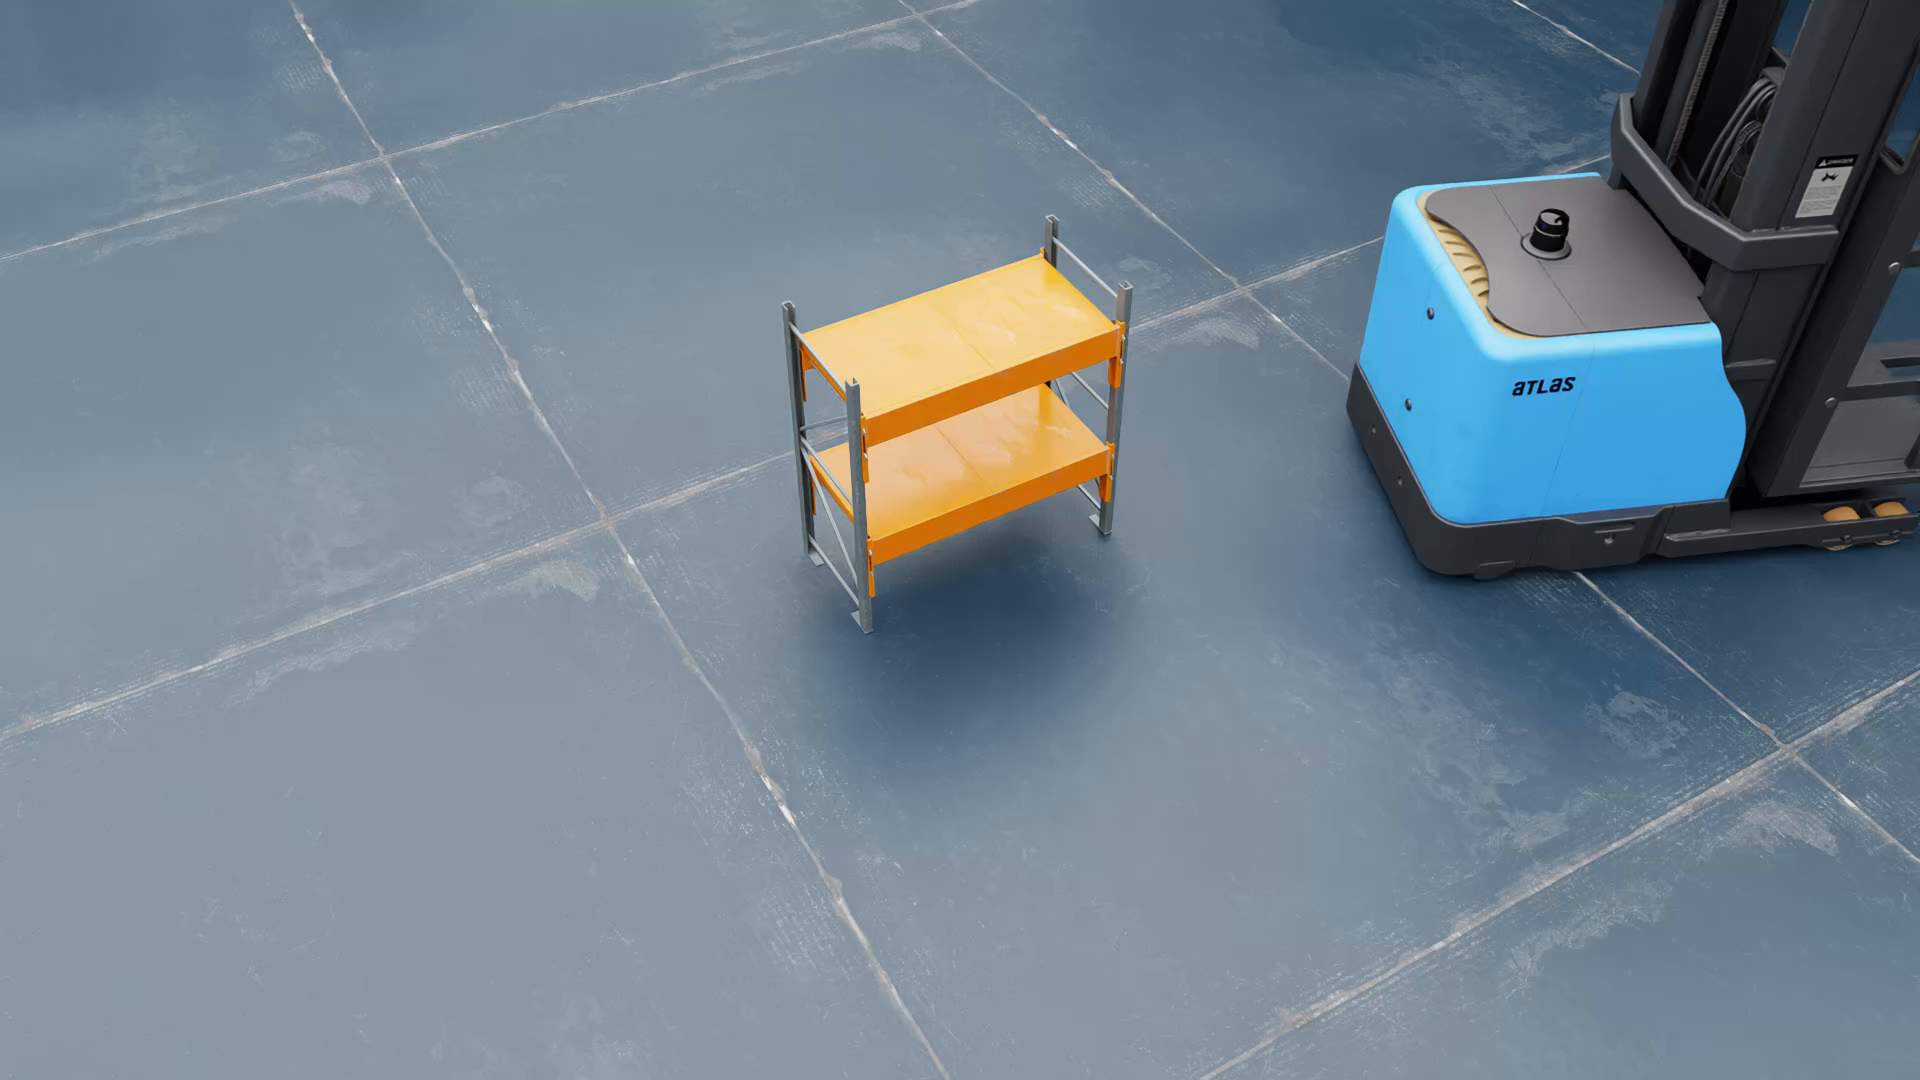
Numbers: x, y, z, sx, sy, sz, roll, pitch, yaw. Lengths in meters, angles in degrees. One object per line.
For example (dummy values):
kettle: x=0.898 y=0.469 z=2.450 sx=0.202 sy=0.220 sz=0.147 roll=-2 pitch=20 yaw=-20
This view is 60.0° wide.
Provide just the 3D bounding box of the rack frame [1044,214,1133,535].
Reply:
rack frame: x=0.435 y=-0.578 z=6.038 sx=0.032 sy=1.125 sz=0.500 roll=-22 pitch=48 yaw=-21

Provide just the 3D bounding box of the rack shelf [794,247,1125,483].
rack shelf: x=-0.006 y=-0.611 z=5.652 sx=1.000 sy=0.278 sz=0.538 roll=-22 pitch=48 yaw=-21

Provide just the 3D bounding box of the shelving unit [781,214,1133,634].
shelving unit: x=-0.006 y=-0.401 z=5.856 sx=1.048 sy=1.125 sz=0.538 roll=-22 pitch=48 yaw=-21

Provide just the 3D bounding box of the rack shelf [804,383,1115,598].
rack shelf: x=-0.006 y=-0.226 z=6.026 sx=1.000 sy=0.278 sz=0.538 roll=-22 pitch=48 yaw=-21

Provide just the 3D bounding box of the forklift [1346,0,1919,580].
forklift: x=3.113 y=-1.375 z=5.562 sx=3.031 sy=2.935 sz=1.130 roll=-6 pitch=44 yaw=-6

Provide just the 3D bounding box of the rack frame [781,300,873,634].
rack frame: x=-0.447 y=-0.225 z=5.674 sx=0.032 sy=1.125 sz=0.500 roll=-22 pitch=48 yaw=-21
